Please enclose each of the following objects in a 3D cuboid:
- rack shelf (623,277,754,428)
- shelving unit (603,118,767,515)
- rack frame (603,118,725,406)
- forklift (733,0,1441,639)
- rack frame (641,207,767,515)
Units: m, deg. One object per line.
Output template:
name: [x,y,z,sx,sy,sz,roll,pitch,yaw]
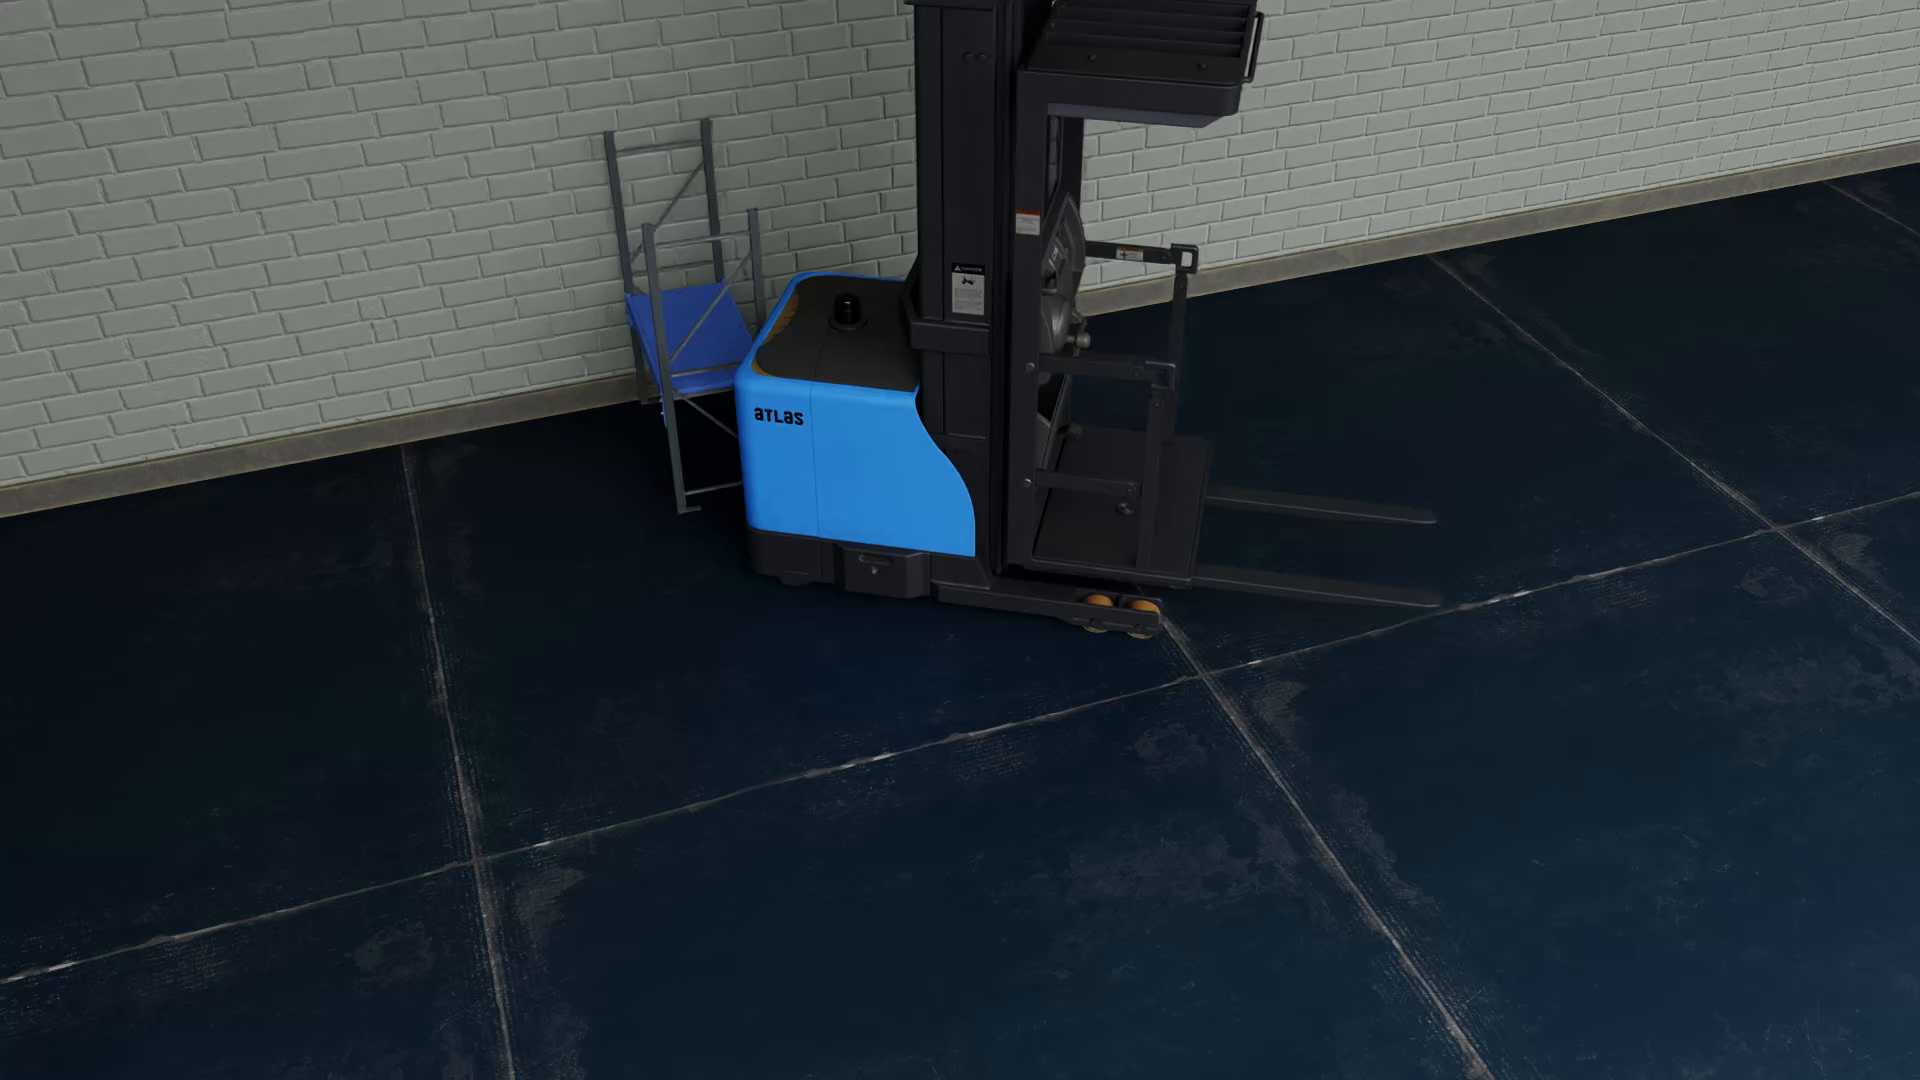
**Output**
rack shelf: [-1.270,-0.923,8.028,0.538,0.185,1.000,-11,38,-15]
shelving unit: [-1.270,-1.067,7.920,0.538,1.500,1.048,-11,38,-15]
rack frame: [-1.432,-1.356,8.304,0.500,1.500,0.032,-11,38,-15]
forklift: [0.610,-1.095,6.768,3.031,2.935,1.130,7,38,9]
rack frame: [-1.107,-0.777,7.535,0.500,1.500,0.032,-11,38,-15]
